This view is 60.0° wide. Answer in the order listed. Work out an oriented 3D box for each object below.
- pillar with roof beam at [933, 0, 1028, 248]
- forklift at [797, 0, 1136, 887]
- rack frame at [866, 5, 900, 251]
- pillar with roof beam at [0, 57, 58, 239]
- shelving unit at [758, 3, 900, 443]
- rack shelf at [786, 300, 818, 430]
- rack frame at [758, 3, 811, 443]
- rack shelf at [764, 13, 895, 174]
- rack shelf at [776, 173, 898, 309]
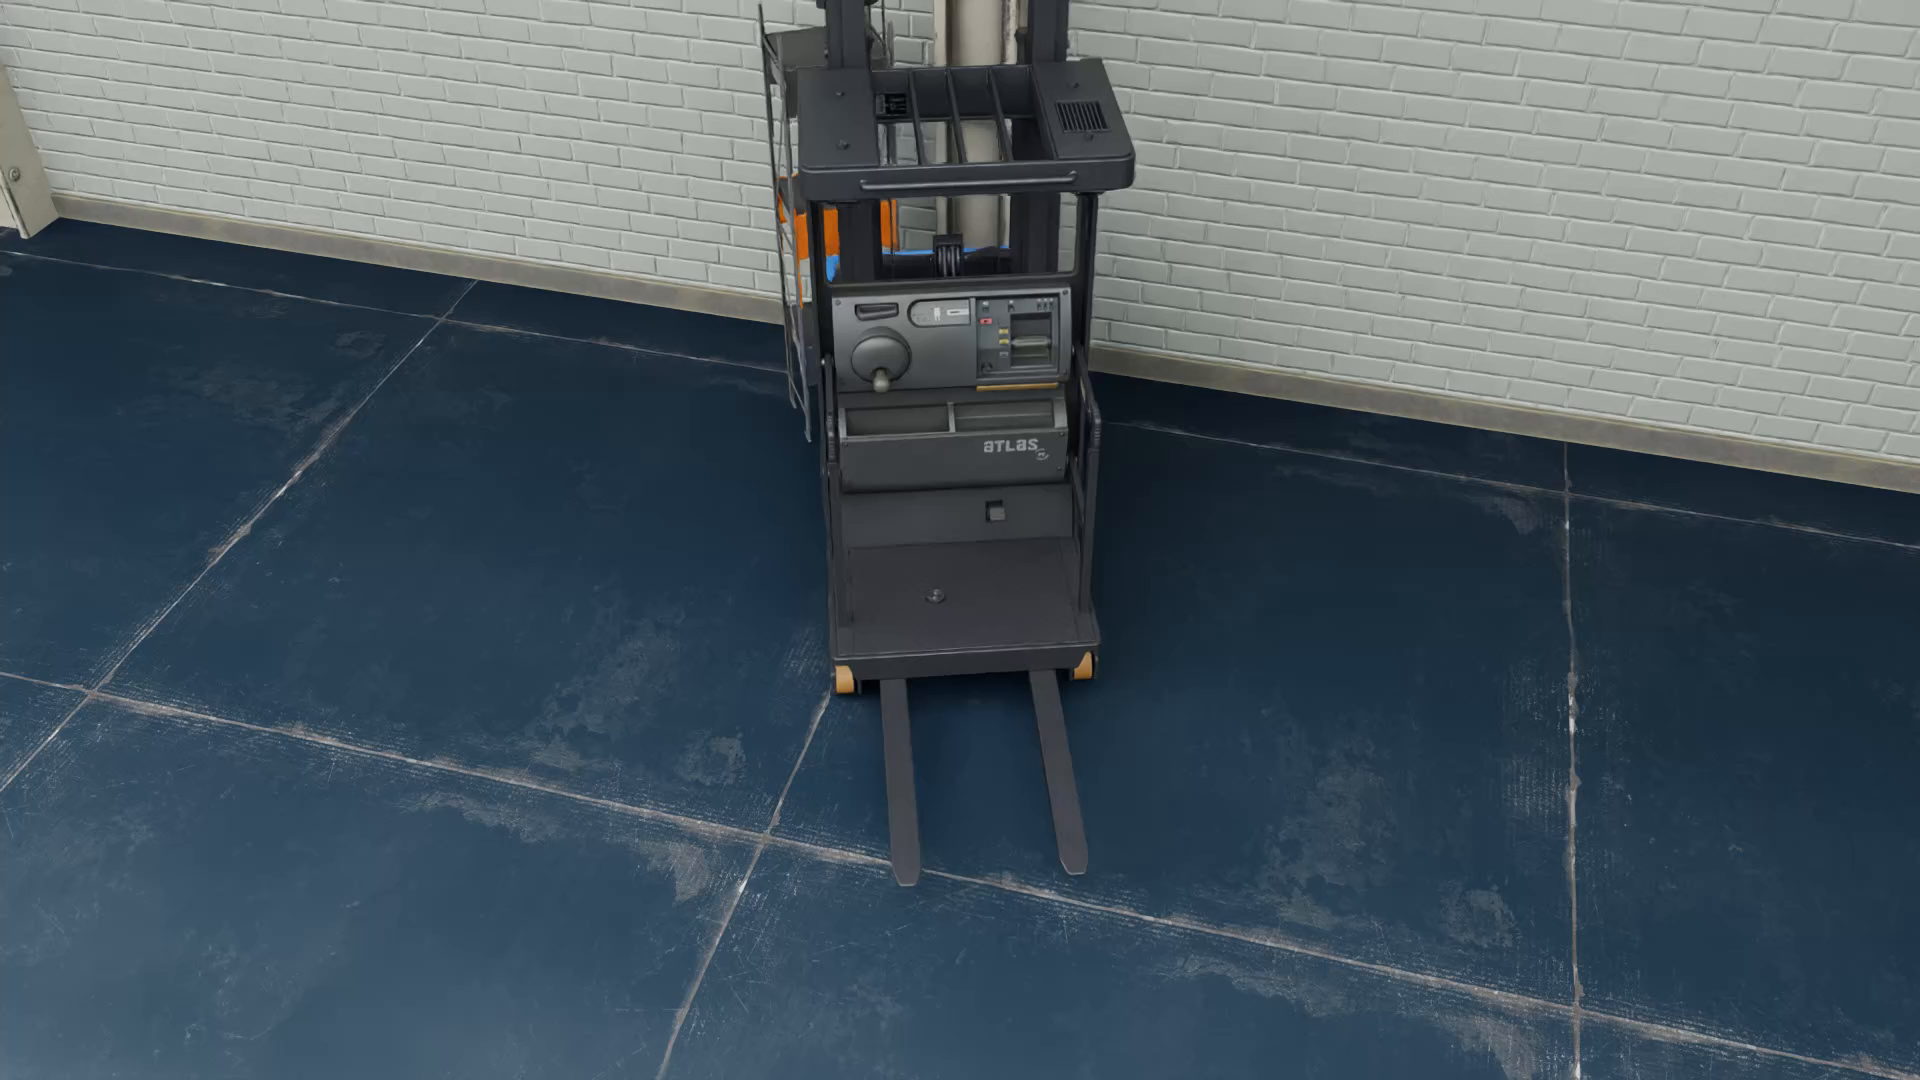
[{"bbox_3d":[-1.003,-1.691,2.767,0.400,9.000,9.100,10,41,11],"label":"pillar with roof beam"},{"bbox_3d":[-0.008,-0.705,6.310,1.130,2.935,3.031,-3,40,-4],"label":"forklift"},{"bbox_3d":[-0.351,-1.516,7.919,0.015,2.100,0.400,-12,41,-14],"label":"rack frame"},{"bbox_3d":[-6.799,-2.689,3.954,0.400,9.000,9.100,10,41,11],"label":"pillar with roof beam"},{"bbox_3d":[-0.583,-1.468,7.862,0.503,2.100,0.431,-12,41,-14],"label":"shelving unit"},{"bbox_3d":[-0.582,-0.918,8.316,0.480,0.518,0.431,-12,41,-14],"label":"rack shelf"},{"bbox_3d":[-0.816,-1.419,7.804,0.015,2.100,0.400,-12,41,-14],"label":"rack frame"},{"bbox_3d":[-0.585,-1.997,7.424,0.480,0.518,0.431,-12,41,-14],"label":"rack shelf"},{"bbox_3d":[-0.583,-1.457,7.870,0.480,0.518,0.431,-12,41,-14],"label":"rack shelf"}]
